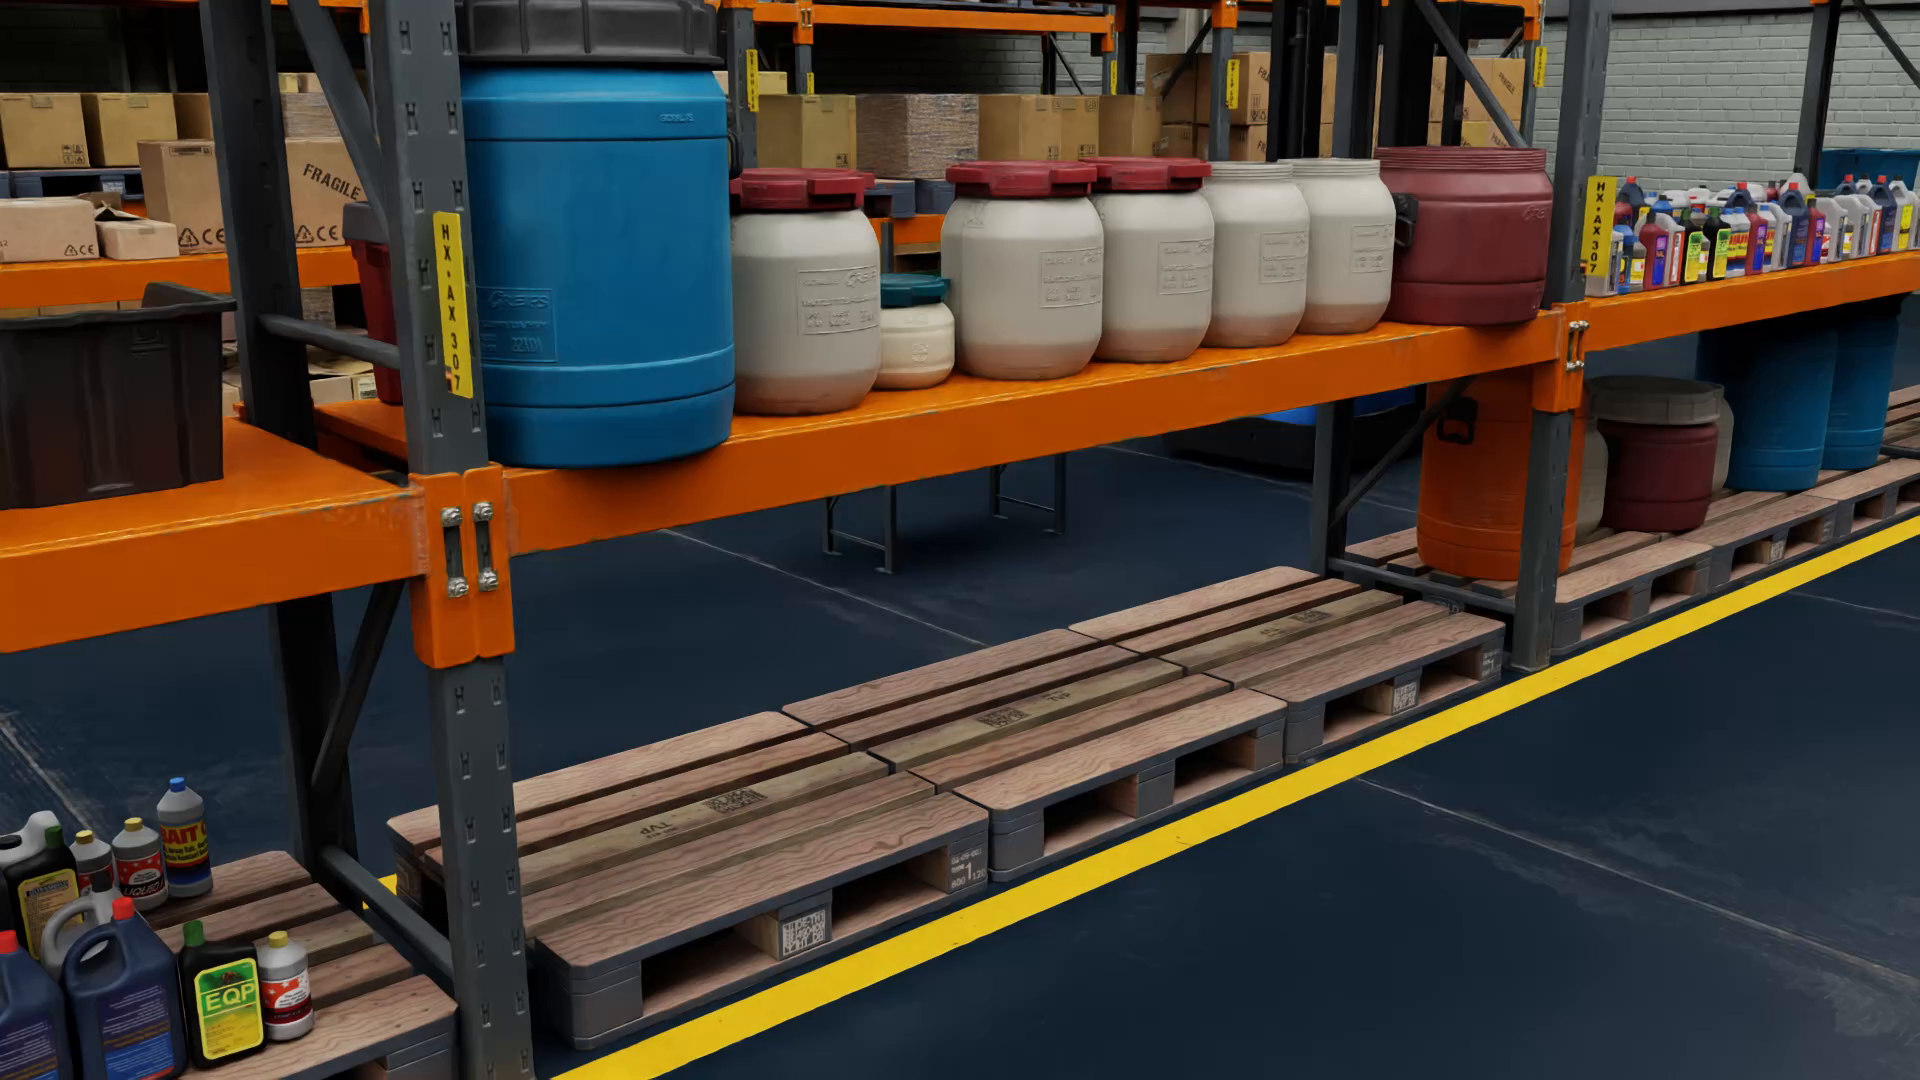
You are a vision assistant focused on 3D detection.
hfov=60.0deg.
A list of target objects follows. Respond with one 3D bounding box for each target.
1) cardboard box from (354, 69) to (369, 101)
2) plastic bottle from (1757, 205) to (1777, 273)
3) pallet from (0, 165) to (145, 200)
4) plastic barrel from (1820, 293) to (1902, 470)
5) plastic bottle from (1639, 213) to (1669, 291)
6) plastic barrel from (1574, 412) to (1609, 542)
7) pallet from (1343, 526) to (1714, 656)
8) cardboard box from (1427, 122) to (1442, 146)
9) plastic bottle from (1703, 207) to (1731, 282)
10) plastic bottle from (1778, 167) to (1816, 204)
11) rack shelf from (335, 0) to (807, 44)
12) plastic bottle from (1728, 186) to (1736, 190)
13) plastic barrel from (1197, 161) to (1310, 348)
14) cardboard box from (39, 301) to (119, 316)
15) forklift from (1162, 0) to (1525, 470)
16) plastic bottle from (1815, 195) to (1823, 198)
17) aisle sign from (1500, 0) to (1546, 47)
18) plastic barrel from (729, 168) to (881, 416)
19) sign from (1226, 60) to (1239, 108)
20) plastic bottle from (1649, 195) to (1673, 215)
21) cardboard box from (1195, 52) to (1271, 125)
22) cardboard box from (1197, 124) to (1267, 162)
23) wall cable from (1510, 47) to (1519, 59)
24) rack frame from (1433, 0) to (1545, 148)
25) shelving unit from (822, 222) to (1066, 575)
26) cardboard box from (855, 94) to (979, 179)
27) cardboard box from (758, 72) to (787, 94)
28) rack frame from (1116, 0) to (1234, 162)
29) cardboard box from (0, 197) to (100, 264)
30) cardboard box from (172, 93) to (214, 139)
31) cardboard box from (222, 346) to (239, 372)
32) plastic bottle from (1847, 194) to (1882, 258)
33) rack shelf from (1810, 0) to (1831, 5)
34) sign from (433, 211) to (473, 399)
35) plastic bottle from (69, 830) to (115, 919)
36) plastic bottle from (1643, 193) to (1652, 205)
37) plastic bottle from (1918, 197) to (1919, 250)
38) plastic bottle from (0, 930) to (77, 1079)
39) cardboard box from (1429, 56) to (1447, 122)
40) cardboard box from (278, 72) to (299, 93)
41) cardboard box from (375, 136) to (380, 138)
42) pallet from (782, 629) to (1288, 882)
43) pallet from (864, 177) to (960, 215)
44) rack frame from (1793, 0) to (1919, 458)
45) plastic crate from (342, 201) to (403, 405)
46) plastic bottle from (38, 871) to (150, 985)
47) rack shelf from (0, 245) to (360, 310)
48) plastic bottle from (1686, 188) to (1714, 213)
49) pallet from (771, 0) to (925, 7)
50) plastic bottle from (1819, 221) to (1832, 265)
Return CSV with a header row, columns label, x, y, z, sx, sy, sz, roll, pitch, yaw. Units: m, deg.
label,x,y,z,sx,sy,sz,roll,pitch,yaw
cardboard box,-4.573,-3.693,13.501,0.500,0.250,0.500,-12,19,-38
plastic bottle,3.274,-1.231,6.796,0.097,0.271,0.097,0,15,0
pallet,-6.212,-2.566,11.914,1.213,0.211,1.003,-13,19,-39
plastic barrel,4.354,-0.851,8.375,0.708,0.901,0.600,-13,19,-39
plastic bottle,2.575,-1.074,6.183,0.133,0.283,0.061,-13,19,-39
plastic barrel,2.483,-0.273,6.967,0.421,0.512,0.421,0,15,0
pallet,2.326,0.133,6.844,1.213,0.211,1.003,-13,19,-39
cardboard box,3.616,-3.140,13.501,0.500,0.500,0.500,-12,19,-39
plastic bottle,2.951,-1.158,6.499,0.133,0.283,0.061,-13,19,-39
plastic bottle,4.267,-1.723,8.485,0.185,0.351,0.144,-13,19,-39
rack shelf,-3.236,-4.442,14.149,4.000,0.370,1.077,-13,19,-39
plastic bottle,3.795,-1.608,8.206,0.097,0.271,0.097,0,15,0
plastic barrel,0.805,-0.840,4.864,0.421,0.512,0.421,0,15,0
cardboard box,-6.450,-1.633,12.041,0.500,0.500,0.700,-12,19,-39
forklift,2.555,-2.083,9.871,1.130,2.935,3.031,14,21,43
plastic bottle,3.837,-1.410,7.464,0.097,0.271,0.097,0,15,0
aisle sign,4.797,-4.601,14.125,0.004,0.787,0.394,-13,19,-39
plastic barrel,-0.394,-0.580,3.847,0.433,0.535,0.433,0,15,0
sign,1.894,-3.167,11.552,0.005,0.325,0.100,-13,19,-39
plastic bottle,3.145,-1.413,7.475,0.097,0.271,0.097,0,15,0
cardboard box,2.067,-3.272,12.055,0.500,0.500,0.500,-12,19,-38
cardboard box,2.090,-2.797,12.215,0.500,0.500,0.500,-12,19,-38
wall cable,5.791,-6.644,21.201,0.112,2.526,3.097,-13,19,-39
rack frame,4.545,-3.393,14.640,0.127,3.000,1.000,-13,19,-39
shelving unit,-0.064,-0.710,7.502,1.048,1.500,0.538,-13,19,-39
cardboard box,-0.274,-2.535,10.422,0.500,0.500,0.700,-9,17,-29
cardboard box,-1.912,-4.114,15.078,0.500,0.250,0.500,-12,19,-38
rack frame,1.527,-2.715,12.103,0.127,3.000,1.000,-13,19,-39
cardboard box,-4.165,-1.380,7.393,0.500,0.250,0.500,-11,19,-36
cardboard box,-5.497,-3.081,12.425,0.700,0.500,0.500,14,20,42
cardboard box,-3.624,-0.803,8.373,0.500,0.311,0.500,-13,20,-40
plastic bottle,4.035,-1.414,7.470,0.135,0.276,0.152,-13,19,-39
rack shelf,3.267,-2.513,6.928,4.000,0.370,1.077,-13,19,-39
sign,-0.906,-0.420,2.974,0.005,0.325,0.100,-13,19,-39
plastic bottle,-1.941,0.747,3.710,0.097,0.201,0.097,0,15,0
plastic bottle,3.124,-1.457,7.642,0.097,0.271,0.097,0,15,0
plastic bottle,4.546,-1.516,7.840,0.133,0.283,0.061,-13,19,-39
plastic bottle,-1.701,0.870,2.962,0.185,0.351,0.144,-14,20,-42
cardboard box,3.621,-3.621,13.362,0.500,0.500,0.500,-12,19,-38
cardboard box,-5.219,-3.454,12.566,0.380,0.149,0.250,12,19,38
cardboard box,-2.746,-1.799,8.478,0.500,0.500,0.500,-14,20,-42
pallet,0.228,0.604,5.081,1.213,0.211,1.003,-13,19,-39
pallet,-0.026,-2.275,10.828,1.213,0.211,1.003,-13,19,-39
rack frame,4.776,-1.750,8.491,0.127,3.000,1.000,-13,19,-39
plastic crate,-1.095,-0.568,3.939,0.583,0.464,0.402,-13,19,-39
plastic bottle,-1.651,0.809,3.189,0.185,0.351,0.144,-13,19,-39
rack shelf,-2.999,-1.351,8.391,4.000,0.370,1.077,-13,19,-39
plastic bottle,3.478,-1.529,7.904,0.135,0.276,0.152,-13,19,-39
pallet,-1.103,-5.222,15.847,1.213,0.211,1.003,-13,19,-39
plastic bottle,3.689,-1.290,7.153,0.097,0.201,0.097,0,15,0
